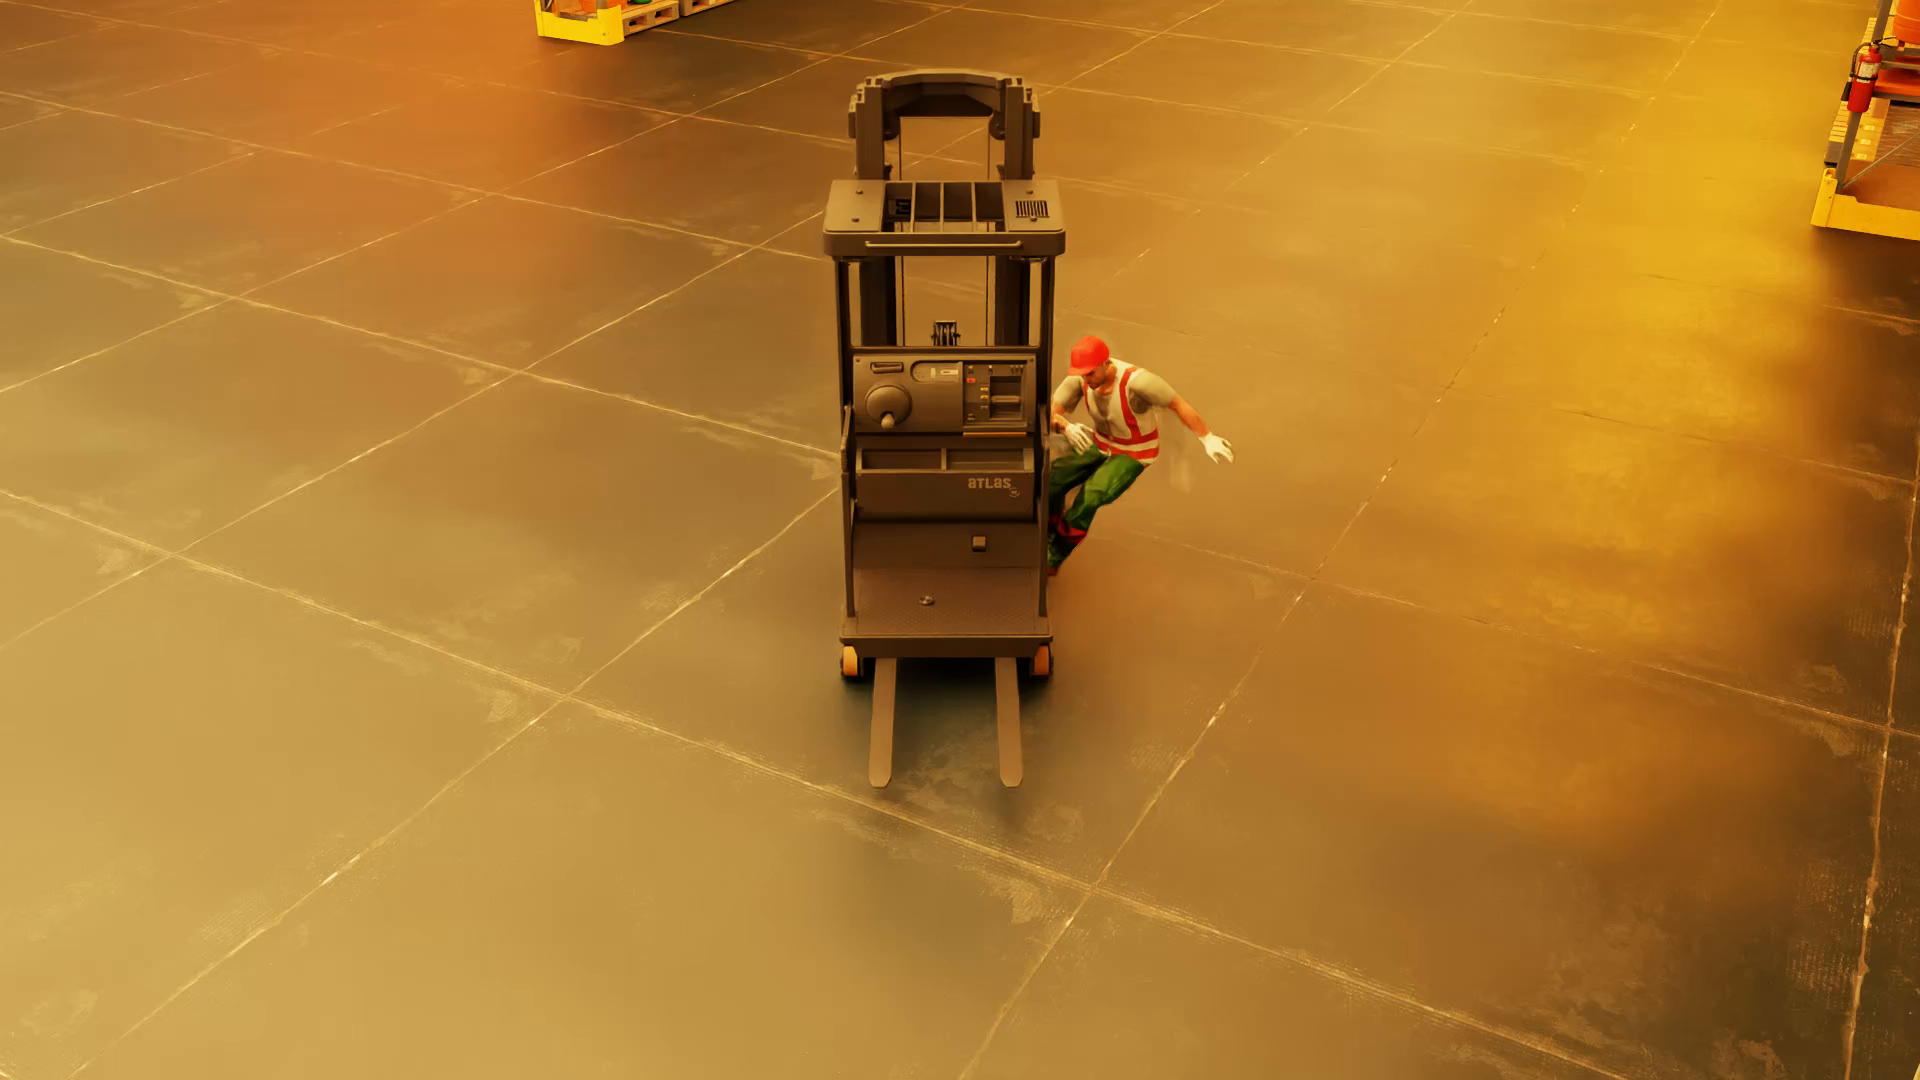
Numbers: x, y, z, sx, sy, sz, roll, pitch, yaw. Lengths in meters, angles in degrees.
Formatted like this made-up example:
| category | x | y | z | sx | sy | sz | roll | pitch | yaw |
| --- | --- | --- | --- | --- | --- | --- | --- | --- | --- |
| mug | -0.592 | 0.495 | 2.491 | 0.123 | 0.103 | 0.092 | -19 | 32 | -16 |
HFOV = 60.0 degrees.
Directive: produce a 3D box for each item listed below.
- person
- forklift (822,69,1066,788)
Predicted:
| category | x | y | z | sx | sy | sz | roll | pitch | yaw |
| --- | --- | --- | --- | --- | --- | --- | --- | --- | --- |
| person | 0.824 | -0.401 | 9.301 | 1.084 | 1.486 | 0.968 | 24 | 38 | 35 |
| forklift | -0.073 | -0.704 | 8.291 | 1.130 | 2.935 | 3.031 | 0 | 30 | 0 |
